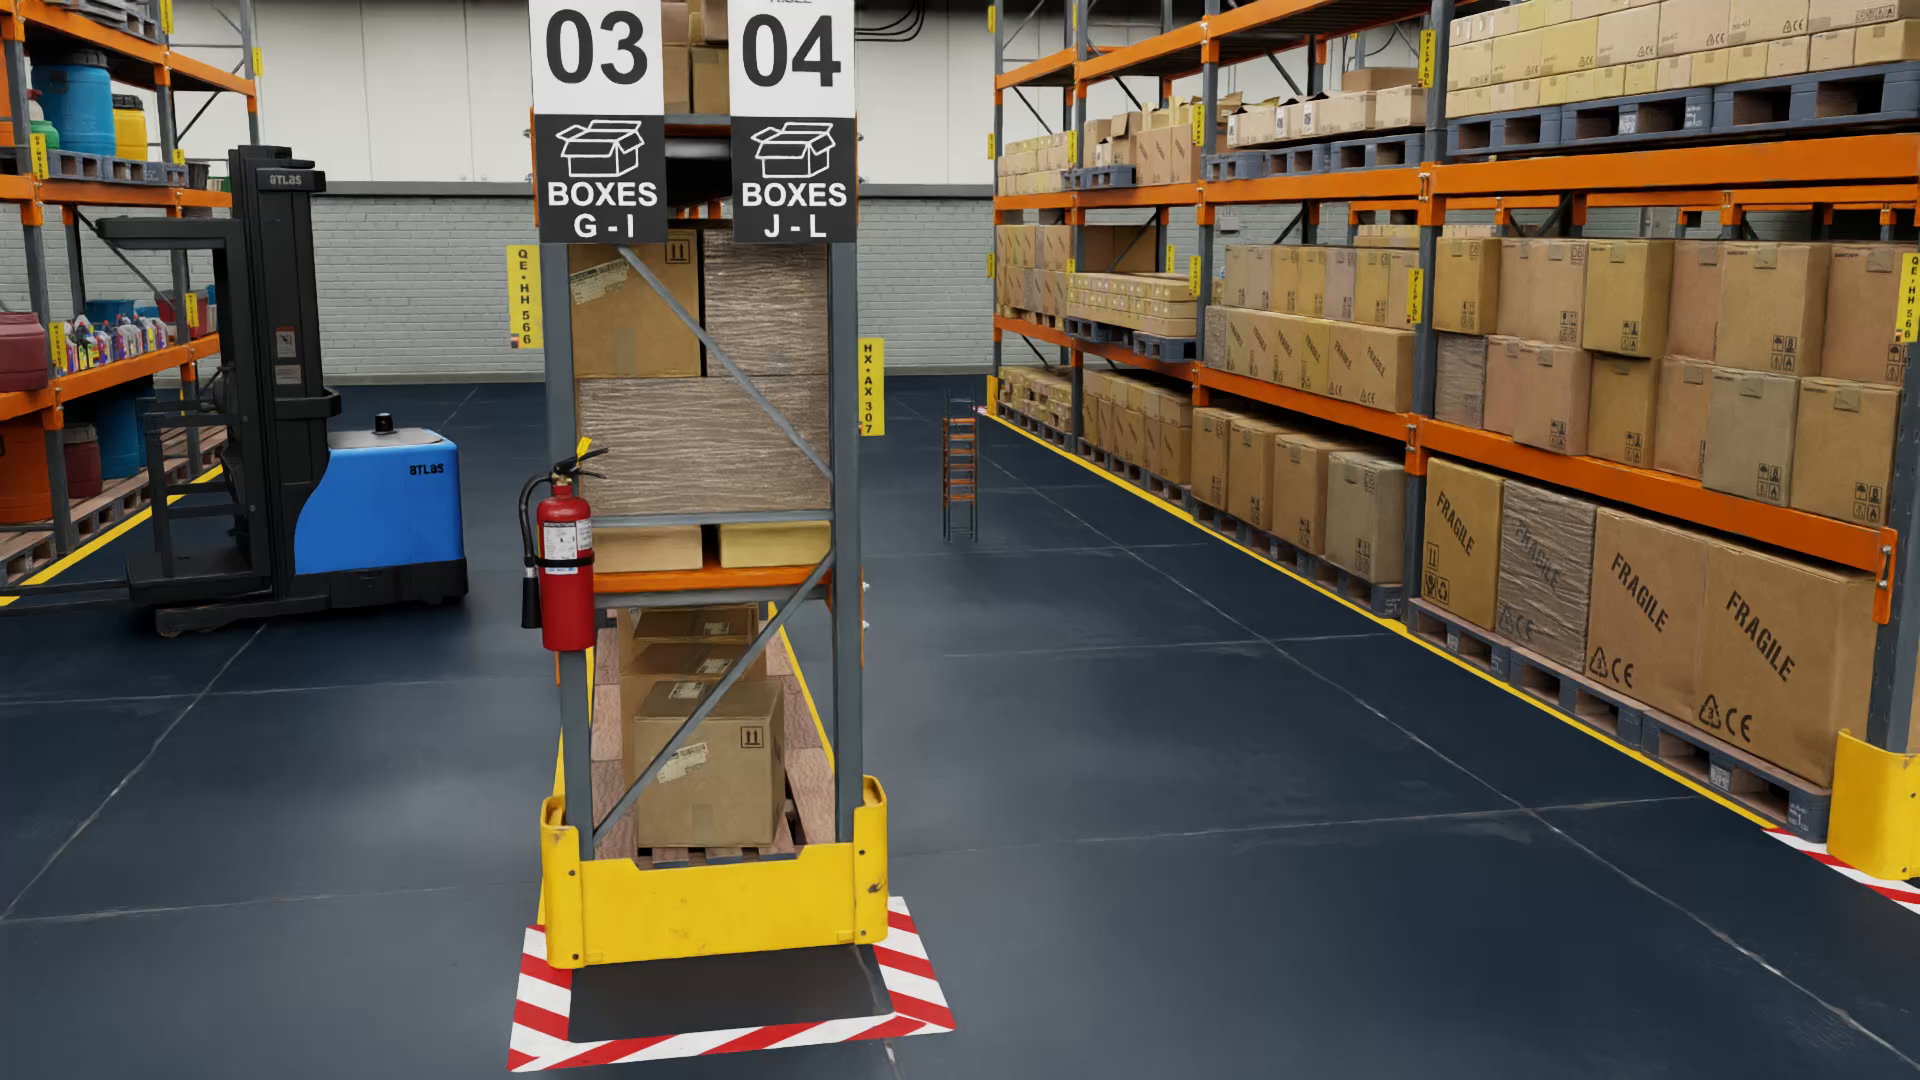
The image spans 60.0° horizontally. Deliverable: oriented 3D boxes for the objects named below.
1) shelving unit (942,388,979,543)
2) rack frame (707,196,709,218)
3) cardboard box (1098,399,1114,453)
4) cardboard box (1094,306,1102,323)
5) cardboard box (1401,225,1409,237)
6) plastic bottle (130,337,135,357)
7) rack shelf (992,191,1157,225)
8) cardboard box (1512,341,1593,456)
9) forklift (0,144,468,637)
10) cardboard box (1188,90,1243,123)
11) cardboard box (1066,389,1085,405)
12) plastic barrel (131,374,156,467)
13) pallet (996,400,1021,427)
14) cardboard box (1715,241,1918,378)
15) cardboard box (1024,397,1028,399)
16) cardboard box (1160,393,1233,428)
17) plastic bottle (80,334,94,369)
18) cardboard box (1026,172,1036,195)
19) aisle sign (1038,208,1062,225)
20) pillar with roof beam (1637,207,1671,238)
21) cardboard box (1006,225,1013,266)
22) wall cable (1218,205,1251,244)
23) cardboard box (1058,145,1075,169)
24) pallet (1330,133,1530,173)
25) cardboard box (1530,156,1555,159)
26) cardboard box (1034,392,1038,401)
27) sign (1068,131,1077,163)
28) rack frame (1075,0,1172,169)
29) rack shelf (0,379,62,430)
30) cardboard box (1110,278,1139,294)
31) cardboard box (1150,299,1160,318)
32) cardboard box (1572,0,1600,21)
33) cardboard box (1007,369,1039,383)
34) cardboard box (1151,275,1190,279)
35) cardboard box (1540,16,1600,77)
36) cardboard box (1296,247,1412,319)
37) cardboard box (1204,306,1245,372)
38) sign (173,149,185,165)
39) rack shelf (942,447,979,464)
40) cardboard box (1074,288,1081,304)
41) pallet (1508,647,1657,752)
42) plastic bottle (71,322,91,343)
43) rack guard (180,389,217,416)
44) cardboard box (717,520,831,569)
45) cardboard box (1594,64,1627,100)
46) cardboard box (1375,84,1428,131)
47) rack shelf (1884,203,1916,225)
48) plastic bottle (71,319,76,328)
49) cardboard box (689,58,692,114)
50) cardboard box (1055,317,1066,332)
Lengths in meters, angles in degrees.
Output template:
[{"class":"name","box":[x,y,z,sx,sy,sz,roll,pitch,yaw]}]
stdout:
[{"class":"shelving unit","box":[0.003,-0.587,13.070,0.258,1.200,0.189,-2,11,-11]},{"class":"rack frame","box":[-2.391,-1.532,13.225,1.000,3.000,0.127,-2,11,-11]},{"class":"cardboard box","box":[1.704,-1.164,16.852,0.500,0.500,0.500,-2,11,-8]},{"class":"cardboard box","box":[1.543,-2.232,16.451,0.380,0.149,0.250,-3,11,-14]},{"class":"cardboard box","box":[5.809,-3.905,21.016,0.380,0.149,0.250,-2,11,-10]},{"class":"plastic bottle","box":[-7.389,-1.723,14.759,0.097,0.201,0.097,0,11,0]},{"class":"rack shelf","box":[1.327,-3.915,19.643,1.077,0.370,4.000,-2,11,-11]},{"class":"cardboard box","box":[3.474,-0.764,8.785,0.875,0.550,0.550,-2,11,-11]},{"class":"forklift","box":[-4.793,-0.963,10.419,3.031,2.935,1.130,-6,12,-27]},{"class":"cardboard box","box":[2.160,-3.658,14.054,0.396,0.266,0.258,-2,11,-11]},{"class":"cardboard box","box":[1.391,-1.582,18.394,0.380,0.149,0.250,-2,11,-9]},{"class":"plastic barrel","box":[-7.939,-1.161,15.762,0.600,0.901,0.708,-2,11,-11]},{"class":"pallet","box":[1.076,-1.627,21.182,1.003,0.211,1.213,-2,11,-11]},{"class":"cardboard box","box":[3.818,-0.998,7.128,0.875,0.550,0.550,-2,11,-11]},{"class":"cardboard box","box":[0.997,-1.675,20.476,0.380,0.149,0.250,-2,11,-11]},{"class":"cardboard box","box":[2.103,-1.157,14.808,0.500,0.250,0.500,-2,11,-12]},{"class":"plastic bottle","box":[-7.133,-1.539,13.574,0.061,0.283,0.133,-2,11,-11]},{"class":"cardboard box","box":[1.075,-4.184,19.534,0.500,0.250,0.500,-2,11,-11]},{"class":"aisle sign","box":[1.218,-4.463,21.668,0.394,0.787,0.004,-2,11,-11]},{"class":"pillar with roof beam","box":[6.779,-6.859,25.166,9.100,9.000,0.400,-2,11,-11]},{"class":"cardboard box","box":[0.869,-3.663,20.685,0.500,0.500,0.500,-2,11,-9]},{"class":"wall cable","box":[4.654,-4.908,28.158,0.585,1.953,0.123,-2,11,-11]},{"class":"cardboard box","box":[1.376,-4.149,18.012,0.500,0.250,0.500,-3,11,-14]},{"class":"pallet","box":[3.045,-2.506,10.832,0.805,0.209,1.217,-3,11,-13]},{"class":"cardboard box","box":[6.438,-4.183,17.739,0.500,0.500,0.500,-2,11,-12]},{"class":"cardboard box","box":[1.102,-1.769,20.177,0.380,0.149,0.250,-2,11,-8]},{"class":"sign","box":[1.185,-4.134,17.489,0.100,0.325,0.005,-2,11,-11]},{"class":"rack frame","box":[1.716,-5.375,17.368,1.000,3.000,0.127,-2,11,-11]},{"class":"rack shelf","box":[-6.861,-0.632,10.418,1.077,0.370,4.000,-2,11,-11]},{"class":"cardboard box","box":[1.649,-2.427,15.886,0.380,0.149,0.250,-2,11,-9]},{"class":"cardboard box","box":[1.897,-2.046,14.677,0.380,0.149,0.250,-2,11,-9]},{"class":"cardboard box","box":[3.258,-2.645,8.198,0.380,0.149,0.250,-2,11,-11]},{"class":"cardboard box","box":[0.801,-2.054,20.876,0.380,0.149,0.250,-2,11,-11]},{"class":"cardboard box","box":[2.138,-2.592,16.747,0.380,0.149,0.250,-2,11,-11]},{"class":"cardboard box","box":[3.290,-2.477,8.381,0.500,0.250,0.500,-2,11,-12]},{"class":"cardboard box","box":[2.872,-1.871,12.064,0.700,0.500,0.500,-2,11,-12]},{"class":"cardboard box","box":[2.316,-1.651,13.581,0.500,0.500,0.500,-2,11,-10]},{"class":"sign","box":[-7.488,-3.583,15.955,0.100,0.325,0.005,-2,11,-11]},{"class":"rack shelf","box":[0.003,-0.661,13.056,0.258,0.103,0.180,-2,11,-11]},{"class":"cardboard box","box":[1.393,-2.520,17.169,0.380,0.149,0.250,-2,11,-12]},{"class":"pallet","box":[3.583,0.776,8.556,1.003,0.211,1.213,-2,11,-11]},{"class":"plastic bottle","box":[-7.437,-1.673,14.094,0.144,0.351,0.185,-2,11,-11]},{"class":"rack guard","box":[-8.823,-1.595,20.242,1.175,0.500,0.348,-2,11,-11]},{"class":"cardboard box","box":[-0.657,-0.003,5.859,0.380,0.149,0.250,-2,11,-11]},{"class":"cardboard box","box":[3.305,-2.208,8.033,0.380,0.149,0.250,-2,11,-10]},{"class":"cardboard box","box":[2.977,-2.740,10.556,0.500,0.250,0.500,-2,11,-10]},{"class":"rack shelf","box":[11.809,-3.561,17.784,1.077,0.370,4.000,-2,11,-11]},{"class":"plastic bottle","box":[-8.375,-1.946,15.709,0.061,0.283,0.133,-2,11,-11]},{"class":"cardboard box","box":[-0.782,-1.657,6.259,0.500,0.250,0.500,-2,11,-12]},{"class":"cardboard box","box":[1.273,-2.391,18.411,0.380,0.149,0.250,-2,11,-13]}]
